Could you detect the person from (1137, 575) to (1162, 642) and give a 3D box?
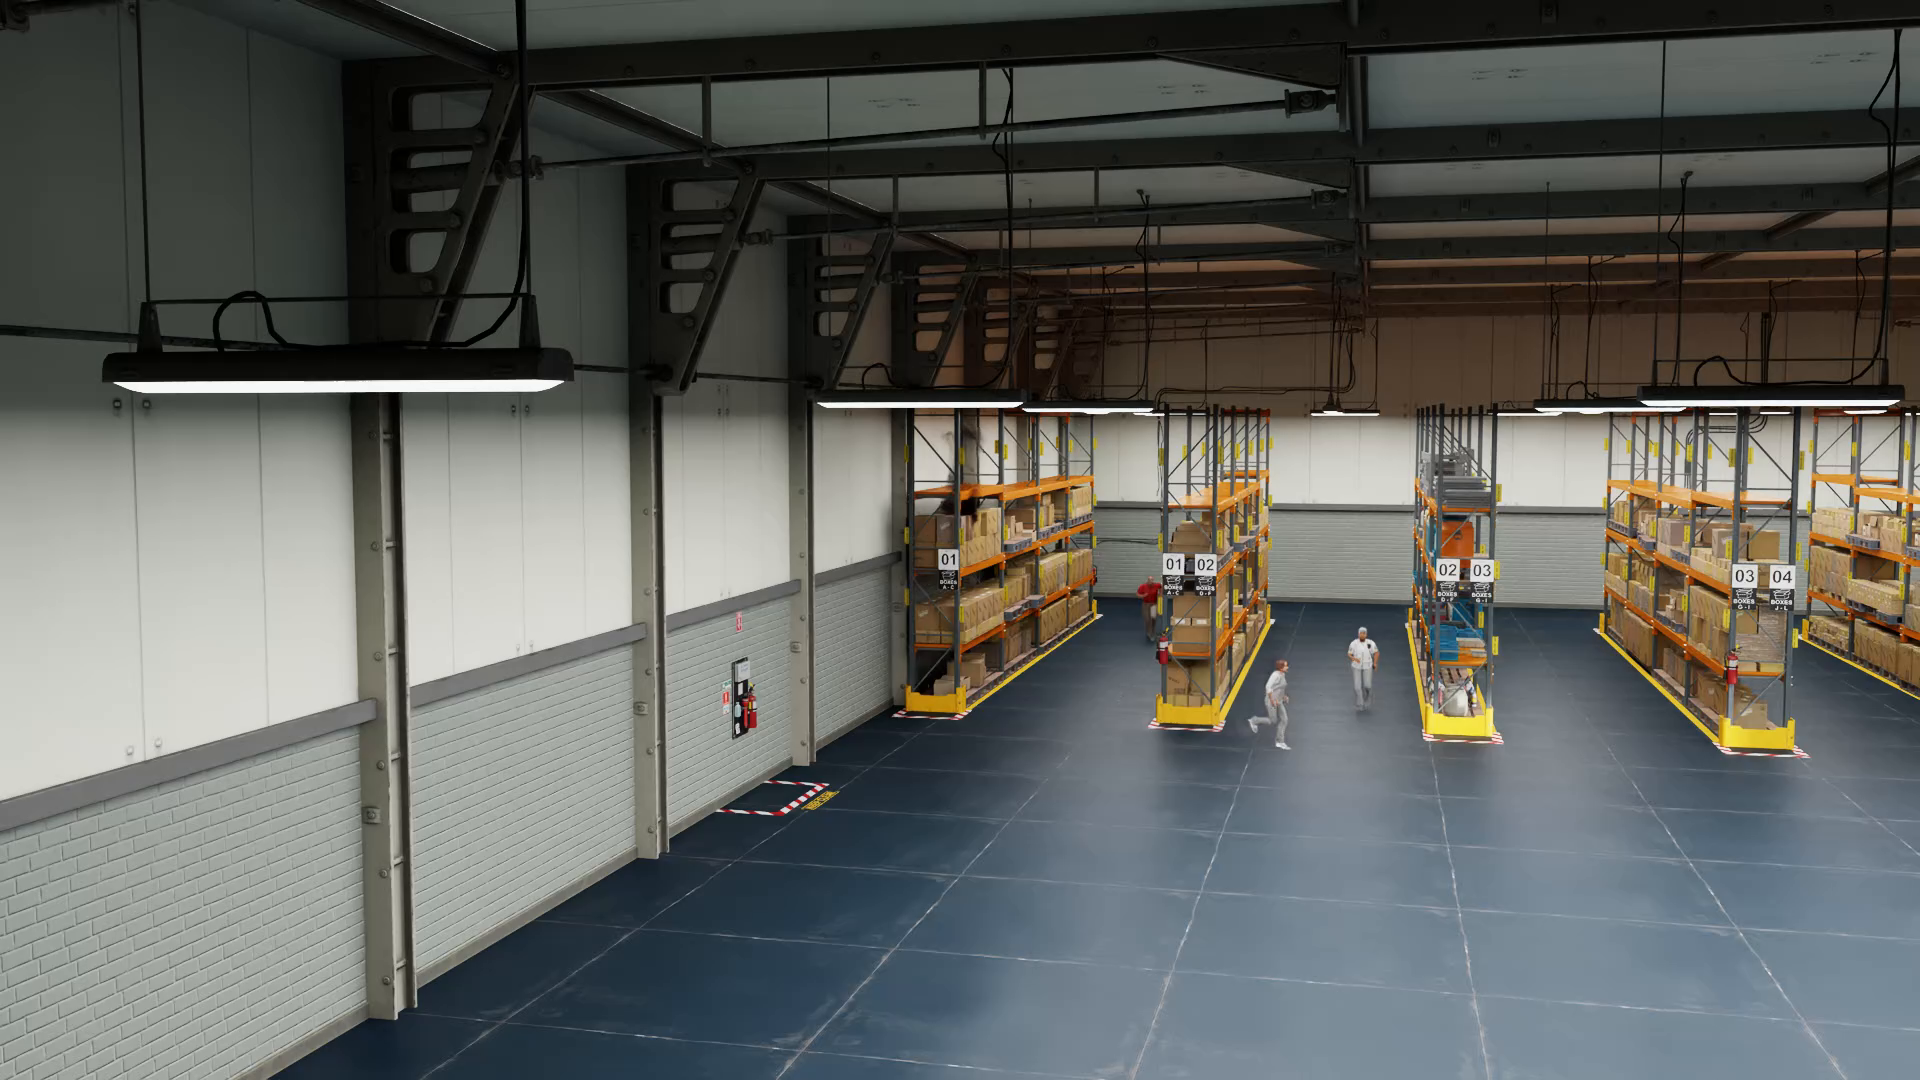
[{"bbox_3d":[4.913,1.760,43.072,0.653,1.751,0.979,1,4,9],"label":"person"}]

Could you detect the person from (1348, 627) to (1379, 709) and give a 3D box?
[{"bbox_3d":[7.906,2.536,32.622,0.593,1.618,0.577,1,4,16],"label":"person"}]

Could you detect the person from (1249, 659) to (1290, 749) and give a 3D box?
[{"bbox_3d":[5.435,2.852,29.065,0.777,1.579,0.551,3,5,36],"label":"person"}]
